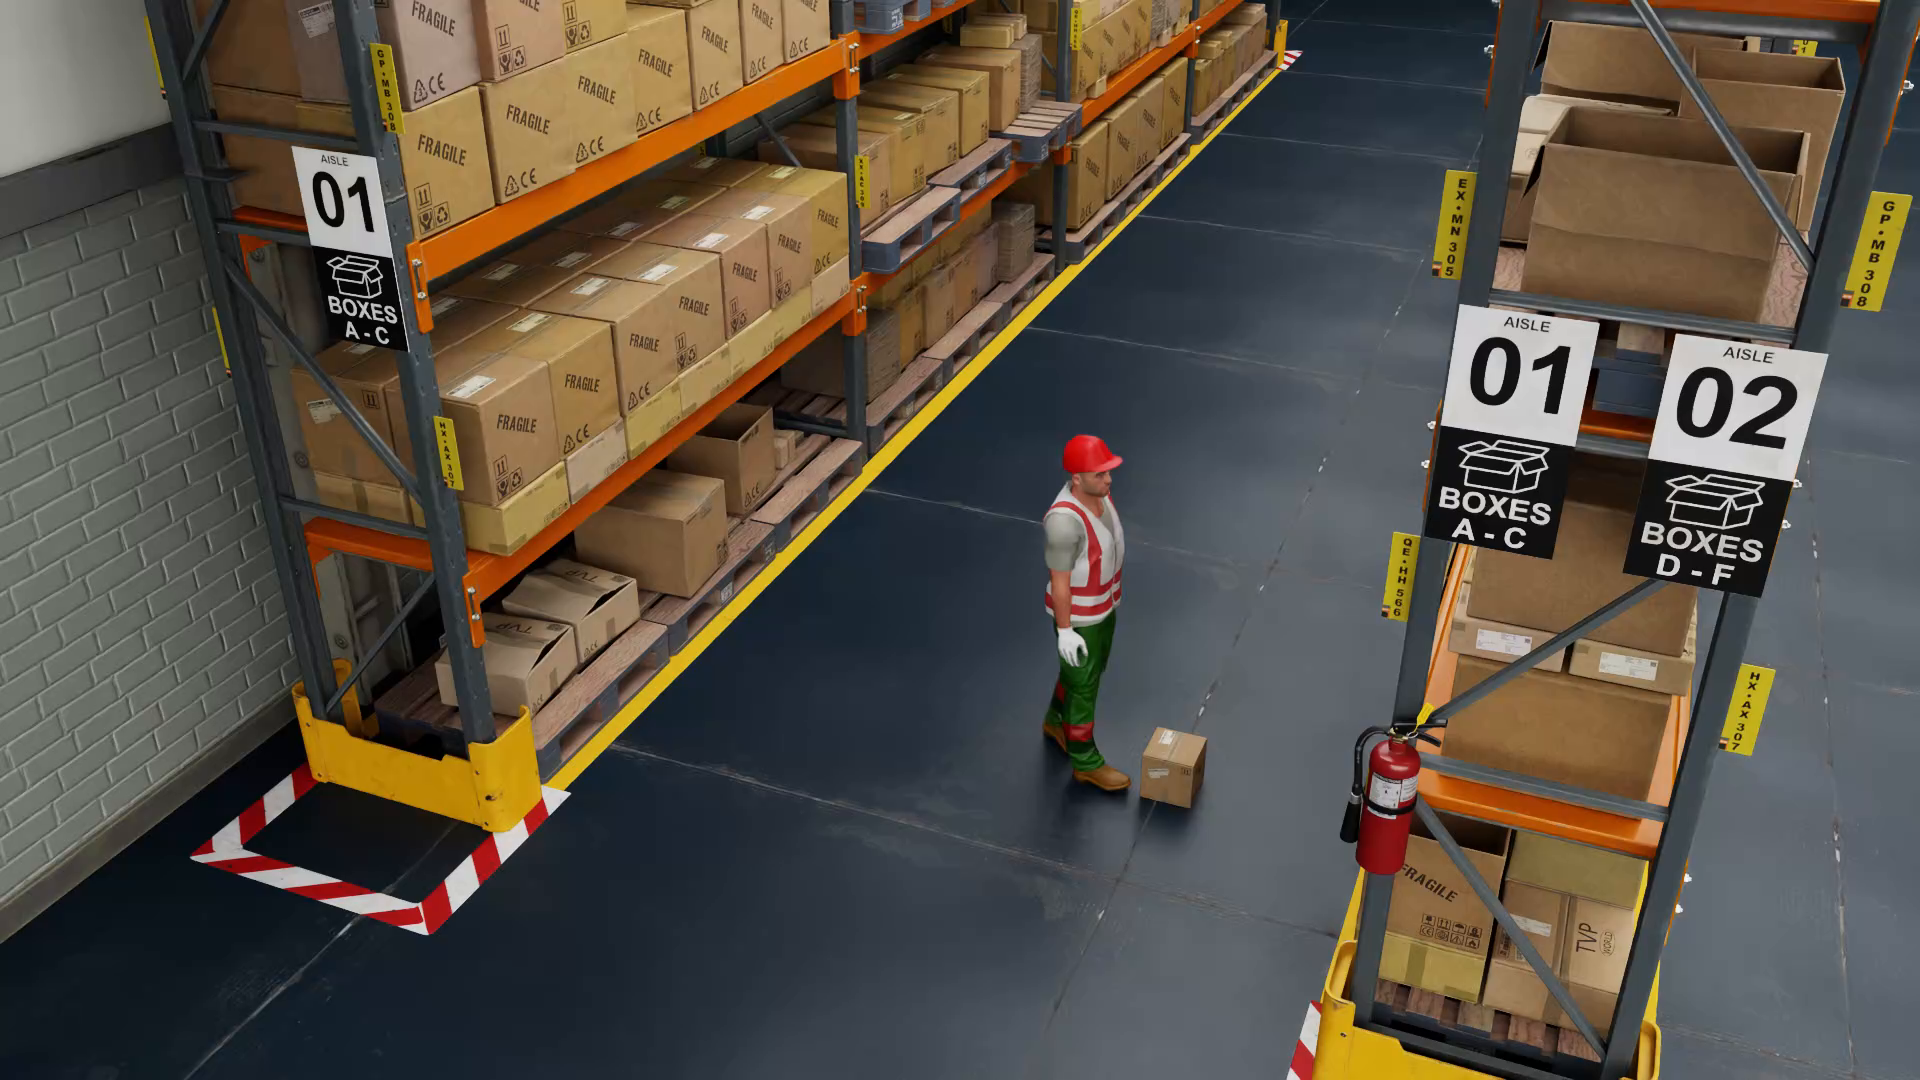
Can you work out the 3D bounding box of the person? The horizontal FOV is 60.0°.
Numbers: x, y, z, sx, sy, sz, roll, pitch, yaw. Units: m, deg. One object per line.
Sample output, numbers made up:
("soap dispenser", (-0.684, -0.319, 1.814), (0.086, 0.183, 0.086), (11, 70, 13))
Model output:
("person", (0.602, 0.338, 7.769), (0.579, 1.800, 0.569), (15, 33, 24))
